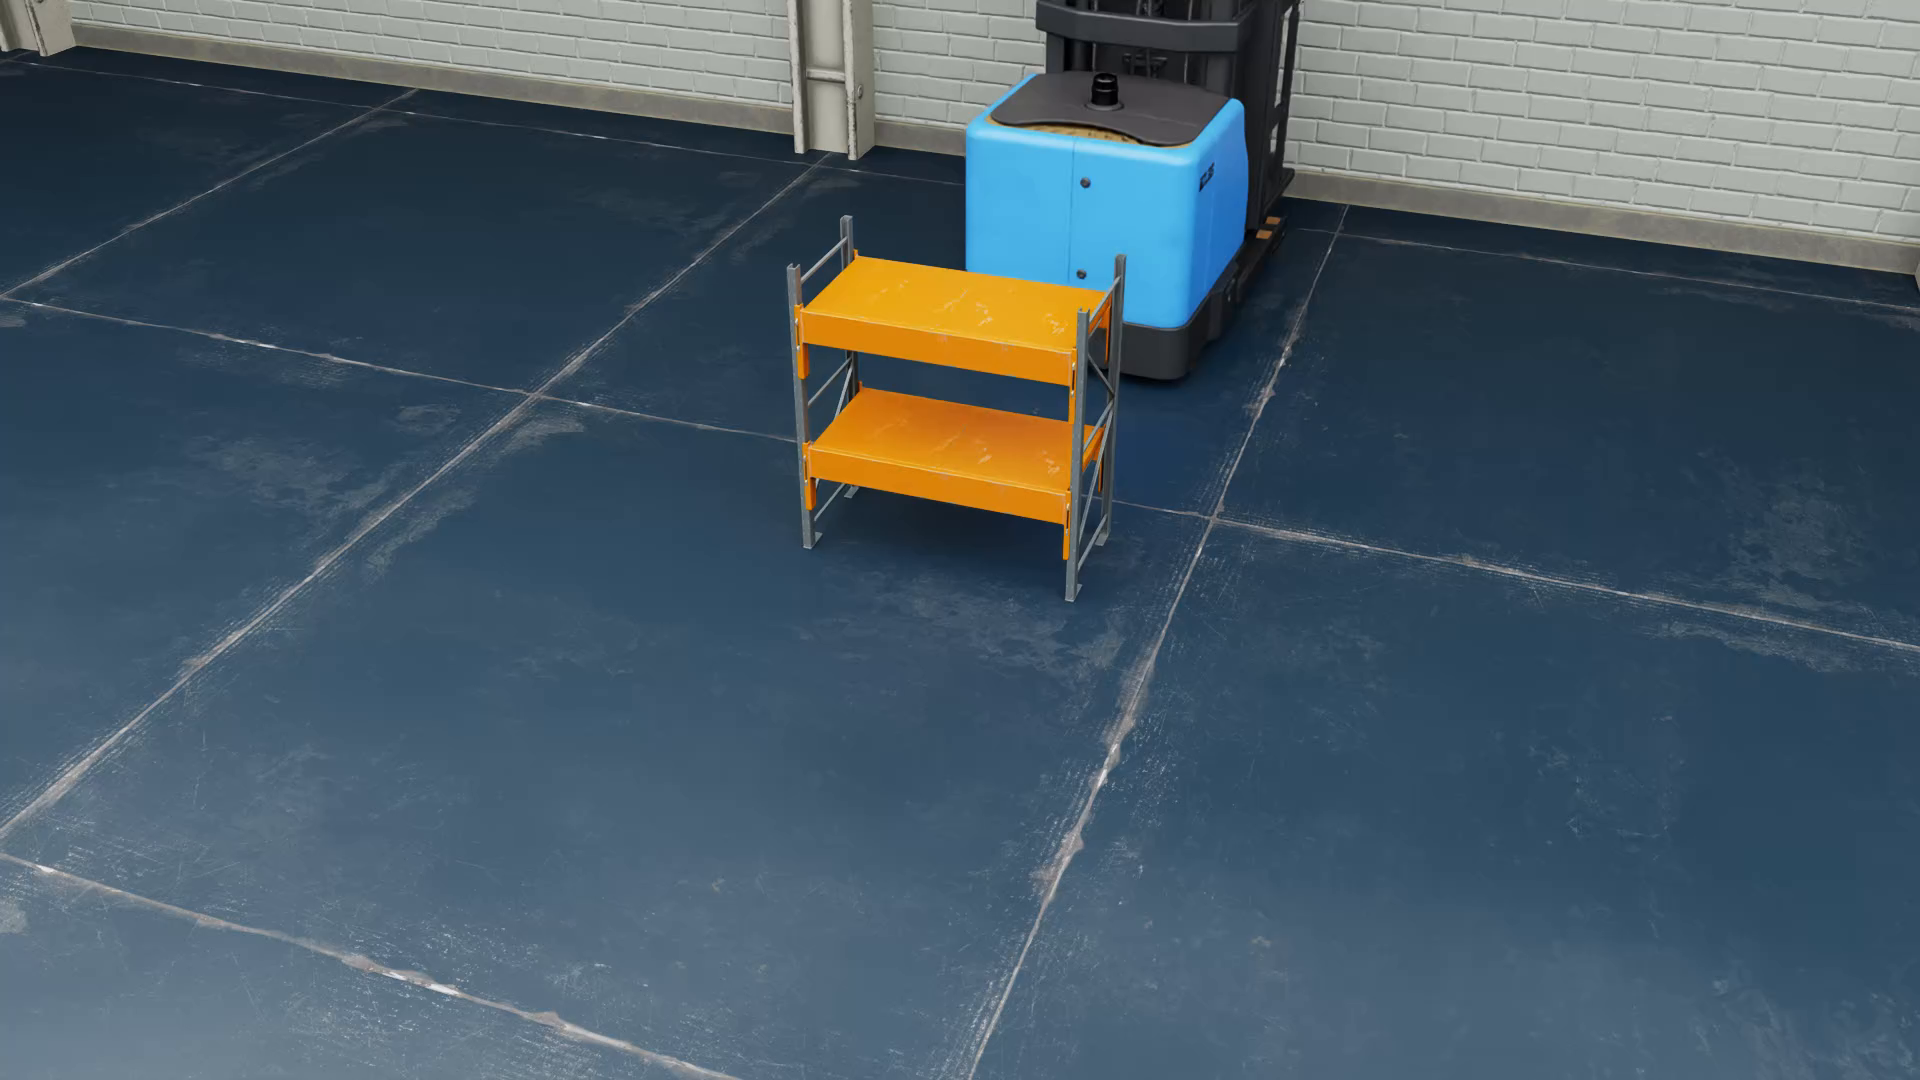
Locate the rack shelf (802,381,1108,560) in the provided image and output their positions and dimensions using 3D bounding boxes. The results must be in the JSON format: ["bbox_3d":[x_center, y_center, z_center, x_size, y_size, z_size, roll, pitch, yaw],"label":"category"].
[{"bbox_3d":[-0.006,-0.268,6.079,1.000,0.278,0.538,11,34,16],"label":"rack shelf"}]

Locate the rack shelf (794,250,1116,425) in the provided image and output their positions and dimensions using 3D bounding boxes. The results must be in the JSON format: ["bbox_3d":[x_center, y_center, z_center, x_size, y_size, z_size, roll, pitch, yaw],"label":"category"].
[{"bbox_3d":[-0.006,-0.720,5.788,1.000,0.278,0.538,11,34,16],"label":"rack shelf"}]

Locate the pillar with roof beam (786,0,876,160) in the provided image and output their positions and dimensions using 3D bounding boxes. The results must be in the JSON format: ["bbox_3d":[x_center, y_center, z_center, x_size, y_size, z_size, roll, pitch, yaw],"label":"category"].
[{"bbox_3d":[-2.188,-3.906,4.003,0.400,9.000,9.100,11,34,16],"label":"pillar with roof beam"}]

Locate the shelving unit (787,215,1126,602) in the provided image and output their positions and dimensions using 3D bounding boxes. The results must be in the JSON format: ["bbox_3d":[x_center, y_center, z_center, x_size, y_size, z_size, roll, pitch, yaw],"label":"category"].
[{"bbox_3d":[-0.006,-0.474,5.947,1.048,1.125,0.538,11,34,16],"label":"shelving unit"}]

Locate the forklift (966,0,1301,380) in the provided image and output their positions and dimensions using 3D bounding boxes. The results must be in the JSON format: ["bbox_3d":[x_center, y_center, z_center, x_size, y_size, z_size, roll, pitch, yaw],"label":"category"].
[{"bbox_3d":[1.041,-2.712,7.749,1.130,2.935,3.031,13,35,19],"label":"forklift"}]

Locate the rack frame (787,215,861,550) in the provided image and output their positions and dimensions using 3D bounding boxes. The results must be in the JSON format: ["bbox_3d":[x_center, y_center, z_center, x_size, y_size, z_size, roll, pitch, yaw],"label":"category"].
[{"bbox_3d":[-0.485,-0.567,6.091,0.032,1.125,0.500,11,34,16],"label":"rack frame"}]

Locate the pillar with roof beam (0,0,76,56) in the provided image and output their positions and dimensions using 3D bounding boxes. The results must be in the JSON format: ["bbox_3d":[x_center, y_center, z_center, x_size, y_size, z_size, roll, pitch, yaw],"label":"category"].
[{"bbox_3d":[-7.836,-5.004,5.703,0.400,9.000,9.100,11,34,16],"label":"pillar with roof beam"}]

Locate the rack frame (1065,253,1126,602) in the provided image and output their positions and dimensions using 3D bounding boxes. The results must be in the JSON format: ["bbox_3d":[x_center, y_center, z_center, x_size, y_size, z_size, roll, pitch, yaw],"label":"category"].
[{"bbox_3d":[0.472,-0.381,5.803,0.032,1.125,0.500,11,34,16],"label":"rack frame"}]

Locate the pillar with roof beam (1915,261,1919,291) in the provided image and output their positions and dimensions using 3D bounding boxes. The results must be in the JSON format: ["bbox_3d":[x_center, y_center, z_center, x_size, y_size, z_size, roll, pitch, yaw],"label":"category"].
[{"bbox_3d":[3.460,-2.808,2.302,0.400,9.000,9.100,11,34,16],"label":"pillar with roof beam"}]
